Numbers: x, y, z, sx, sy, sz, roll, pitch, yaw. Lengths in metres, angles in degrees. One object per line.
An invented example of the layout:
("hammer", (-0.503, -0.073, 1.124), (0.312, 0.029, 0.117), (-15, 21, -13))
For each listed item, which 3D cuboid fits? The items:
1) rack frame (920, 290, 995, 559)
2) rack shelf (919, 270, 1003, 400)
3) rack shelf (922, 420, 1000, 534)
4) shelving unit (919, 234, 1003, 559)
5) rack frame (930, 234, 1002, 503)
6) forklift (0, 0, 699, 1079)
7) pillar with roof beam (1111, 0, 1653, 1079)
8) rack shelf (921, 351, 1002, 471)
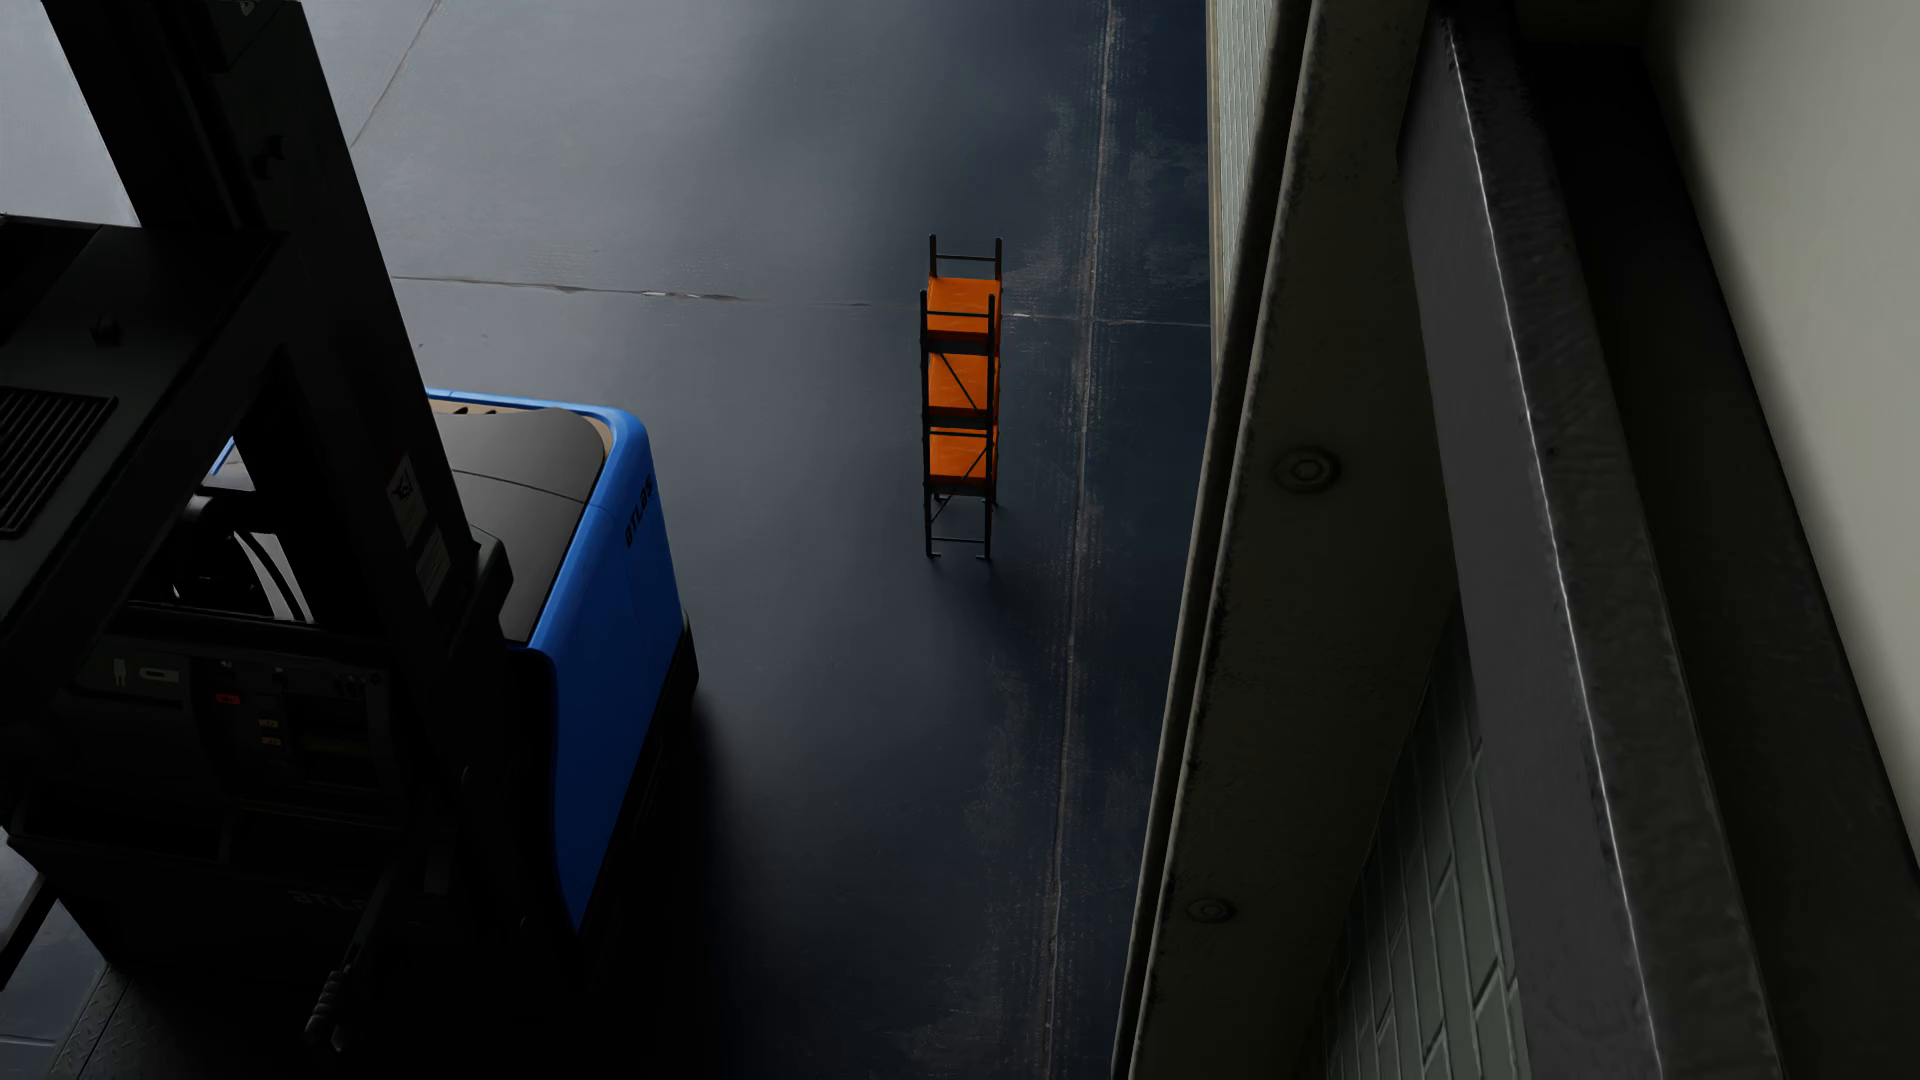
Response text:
("rack frame", (-0.006, -0.304, 4.817), (0.200, 1.050, 0.008), (4, 48, 4))
("rack shelf", (0.005, -0.578, 4.697), (0.215, 0.259, 0.240), (4, 48, 4))
("rack shelf", (0.005, -0.199, 5.111), (0.215, 0.259, 0.240), (4, 48, 4))
("shelving unit", (0.005, -0.394, 4.899), (0.215, 1.050, 0.252), (4, 48, 4))
("rack frame", (0.016, -0.483, 4.981), (0.200, 1.050, 0.008), (4, 48, 4))
("forklift", (-1.488, 0.436, 2.865), (1.130, 2.935, 3.031), (7, 48, 6))
("pillar with roof beam", (-3.779, -1.896, 0.885), (9.100, 9.000, 0.400), (4, 48, 4))
("rack shelf", (0.005, -0.387, 4.906), (0.215, 0.259, 0.240), (4, 48, 4))
